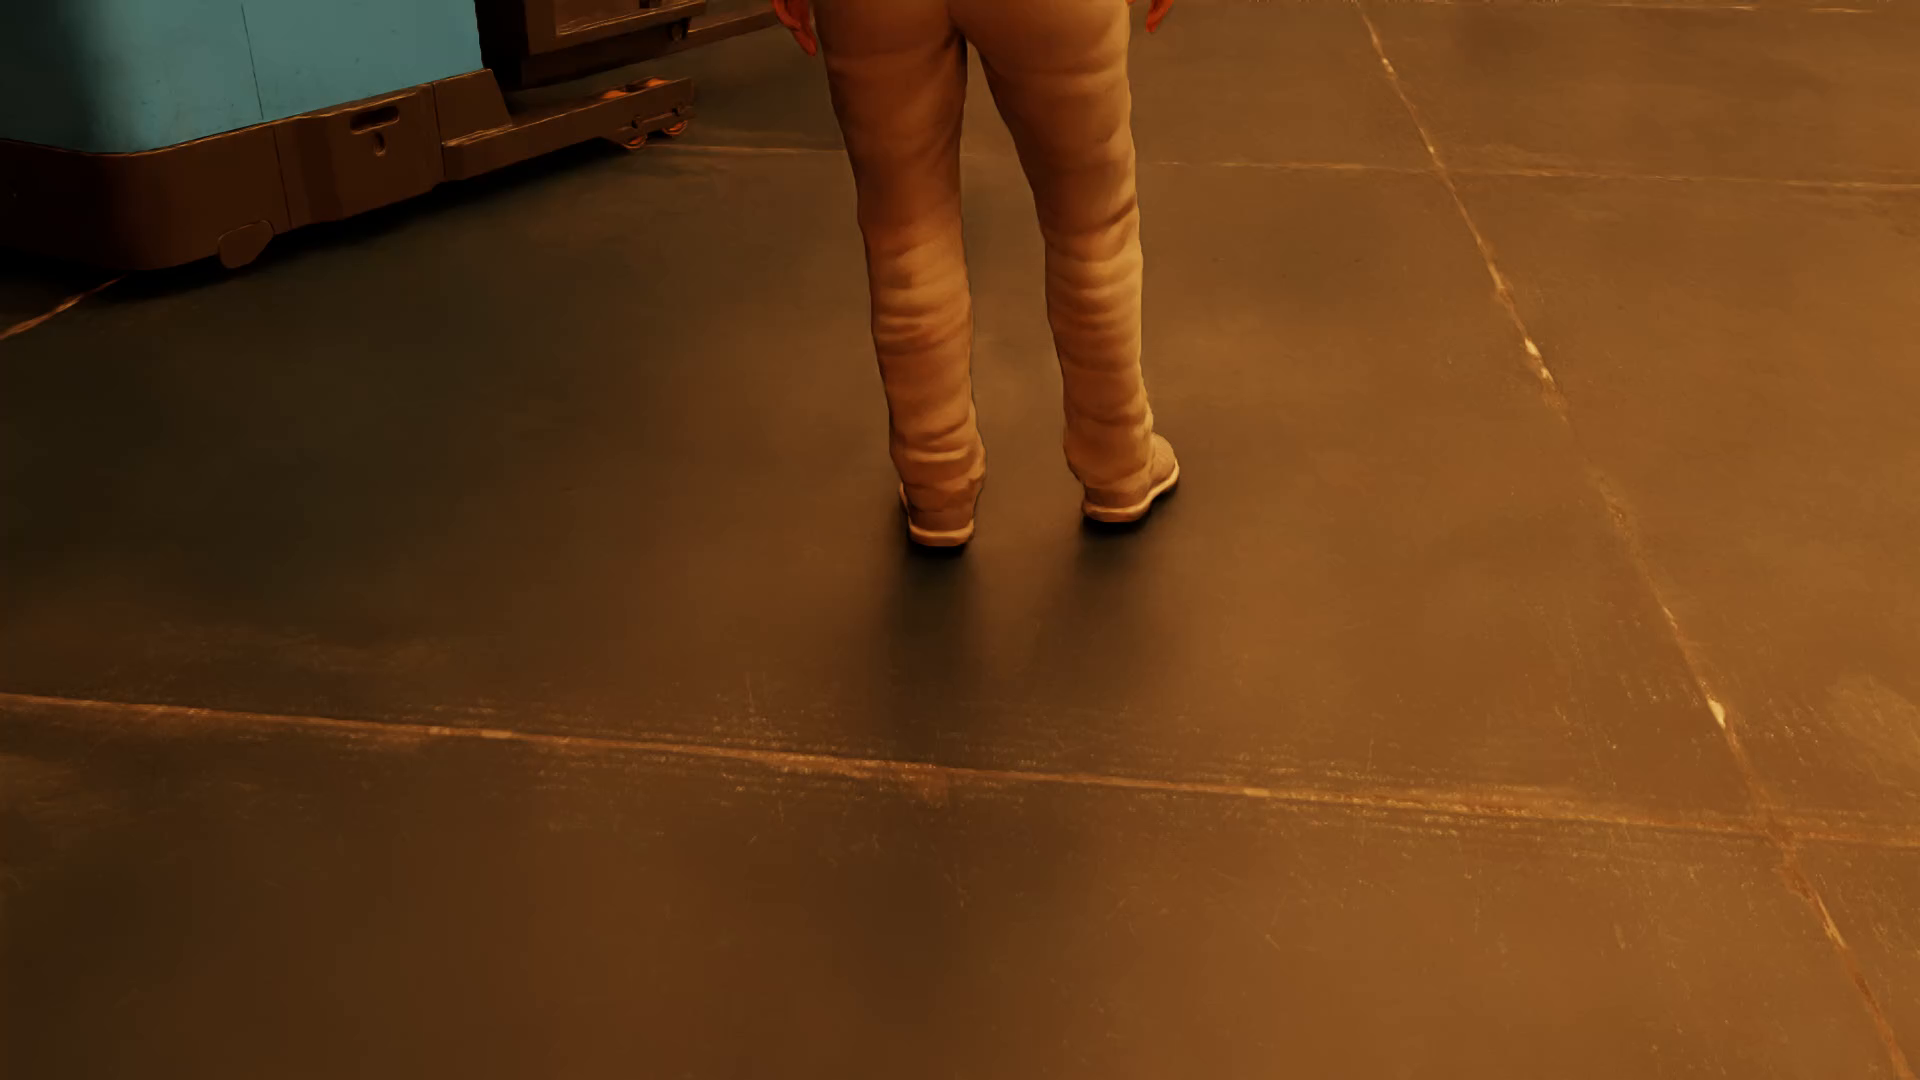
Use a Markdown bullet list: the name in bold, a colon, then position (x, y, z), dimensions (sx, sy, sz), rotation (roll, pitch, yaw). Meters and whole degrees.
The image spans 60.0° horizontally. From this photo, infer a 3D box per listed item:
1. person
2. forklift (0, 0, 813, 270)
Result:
- **person**: position (0.033, -0.785, 2.190), dimensions (0.598, 1.669, 0.529), rotation (3, 27, 7)
- **forklift**: position (-1.438, -2.498, 4.225), dimensions (1.130, 2.935, 3.031), rotation (13, 29, 24)
